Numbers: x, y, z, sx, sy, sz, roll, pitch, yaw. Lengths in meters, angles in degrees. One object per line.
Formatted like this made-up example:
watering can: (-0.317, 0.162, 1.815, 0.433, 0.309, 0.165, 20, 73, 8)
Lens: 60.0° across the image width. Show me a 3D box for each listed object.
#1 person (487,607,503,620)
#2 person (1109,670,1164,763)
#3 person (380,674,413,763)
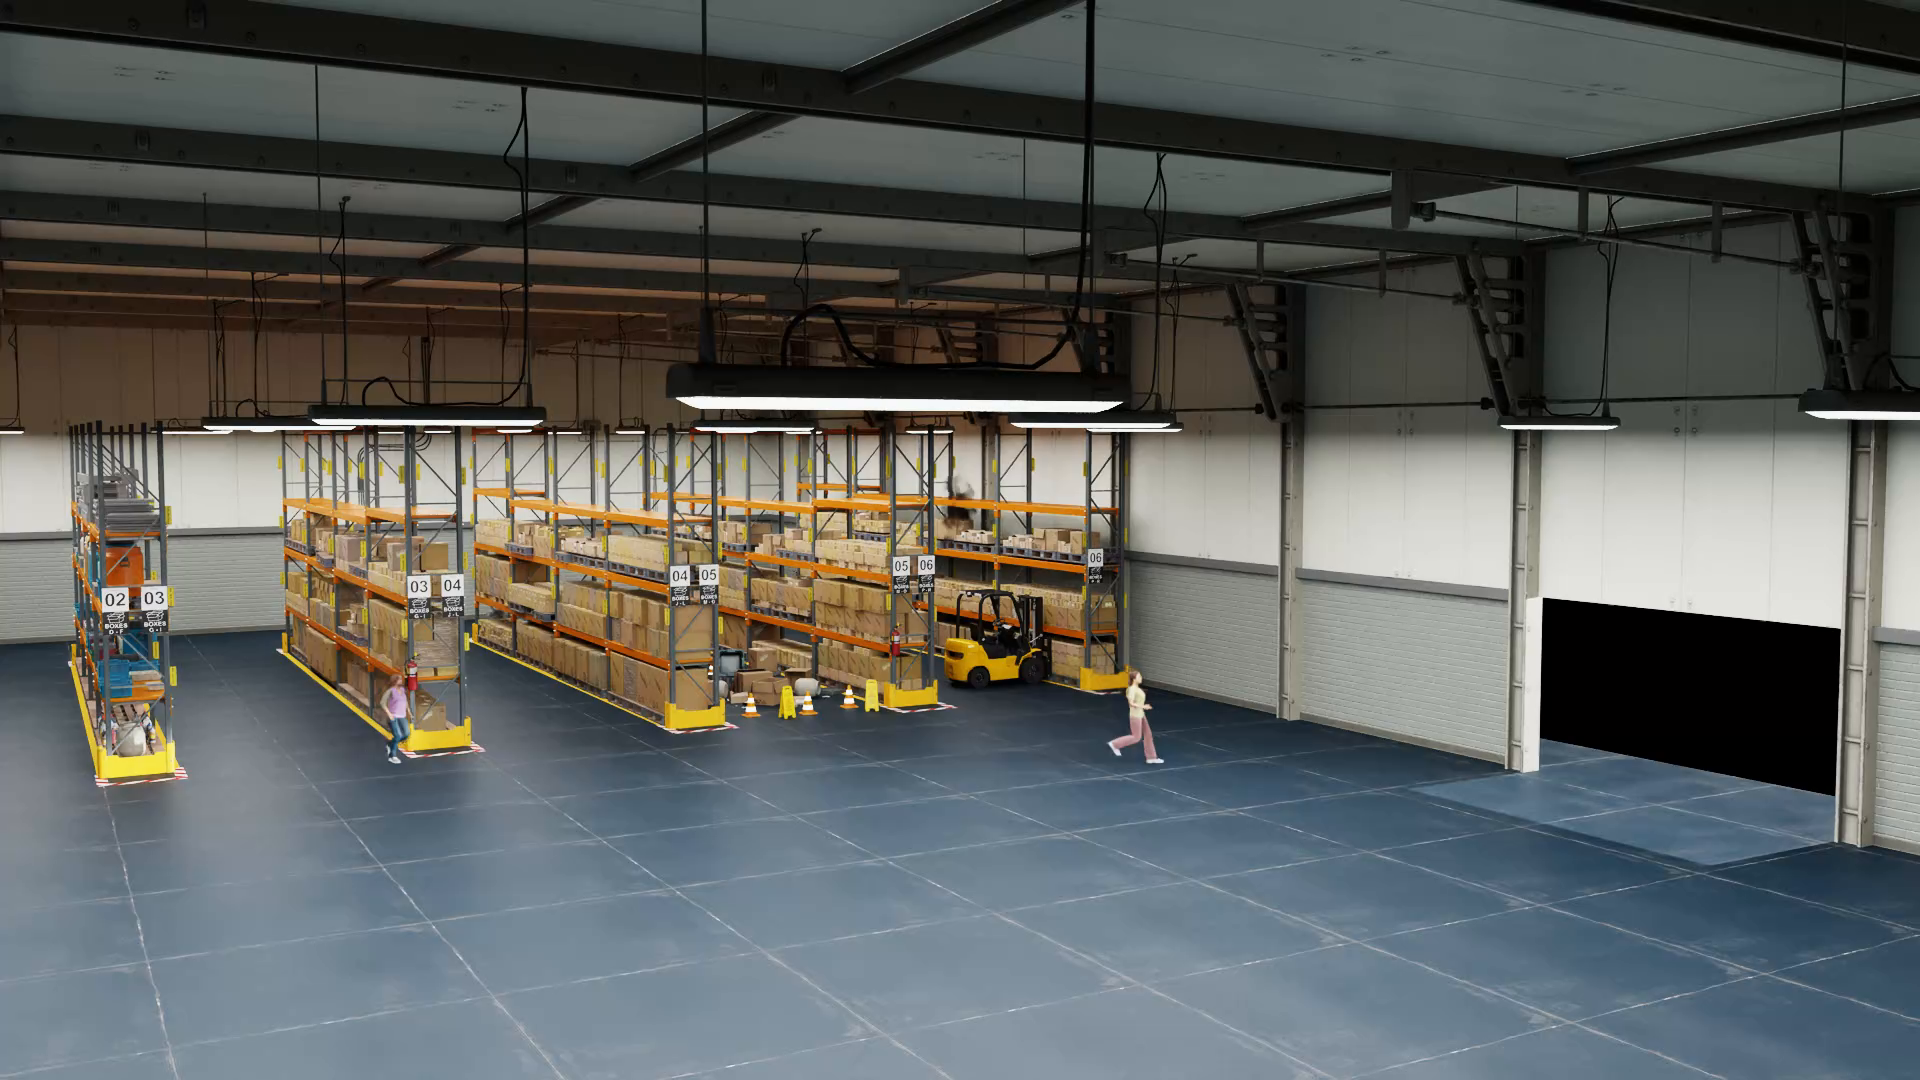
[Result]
person: (-13.418, 1.940, 48.137, 0.585, 1.683, 0.663, 1, 4, 13)
person: (3.100, 3.094, 29.131, 0.970, 1.633, 0.592, 1, 4, 14)
person: (-9.938, 3.194, 29.383, 0.466, 1.457, 0.602, 2, 4, 31)
